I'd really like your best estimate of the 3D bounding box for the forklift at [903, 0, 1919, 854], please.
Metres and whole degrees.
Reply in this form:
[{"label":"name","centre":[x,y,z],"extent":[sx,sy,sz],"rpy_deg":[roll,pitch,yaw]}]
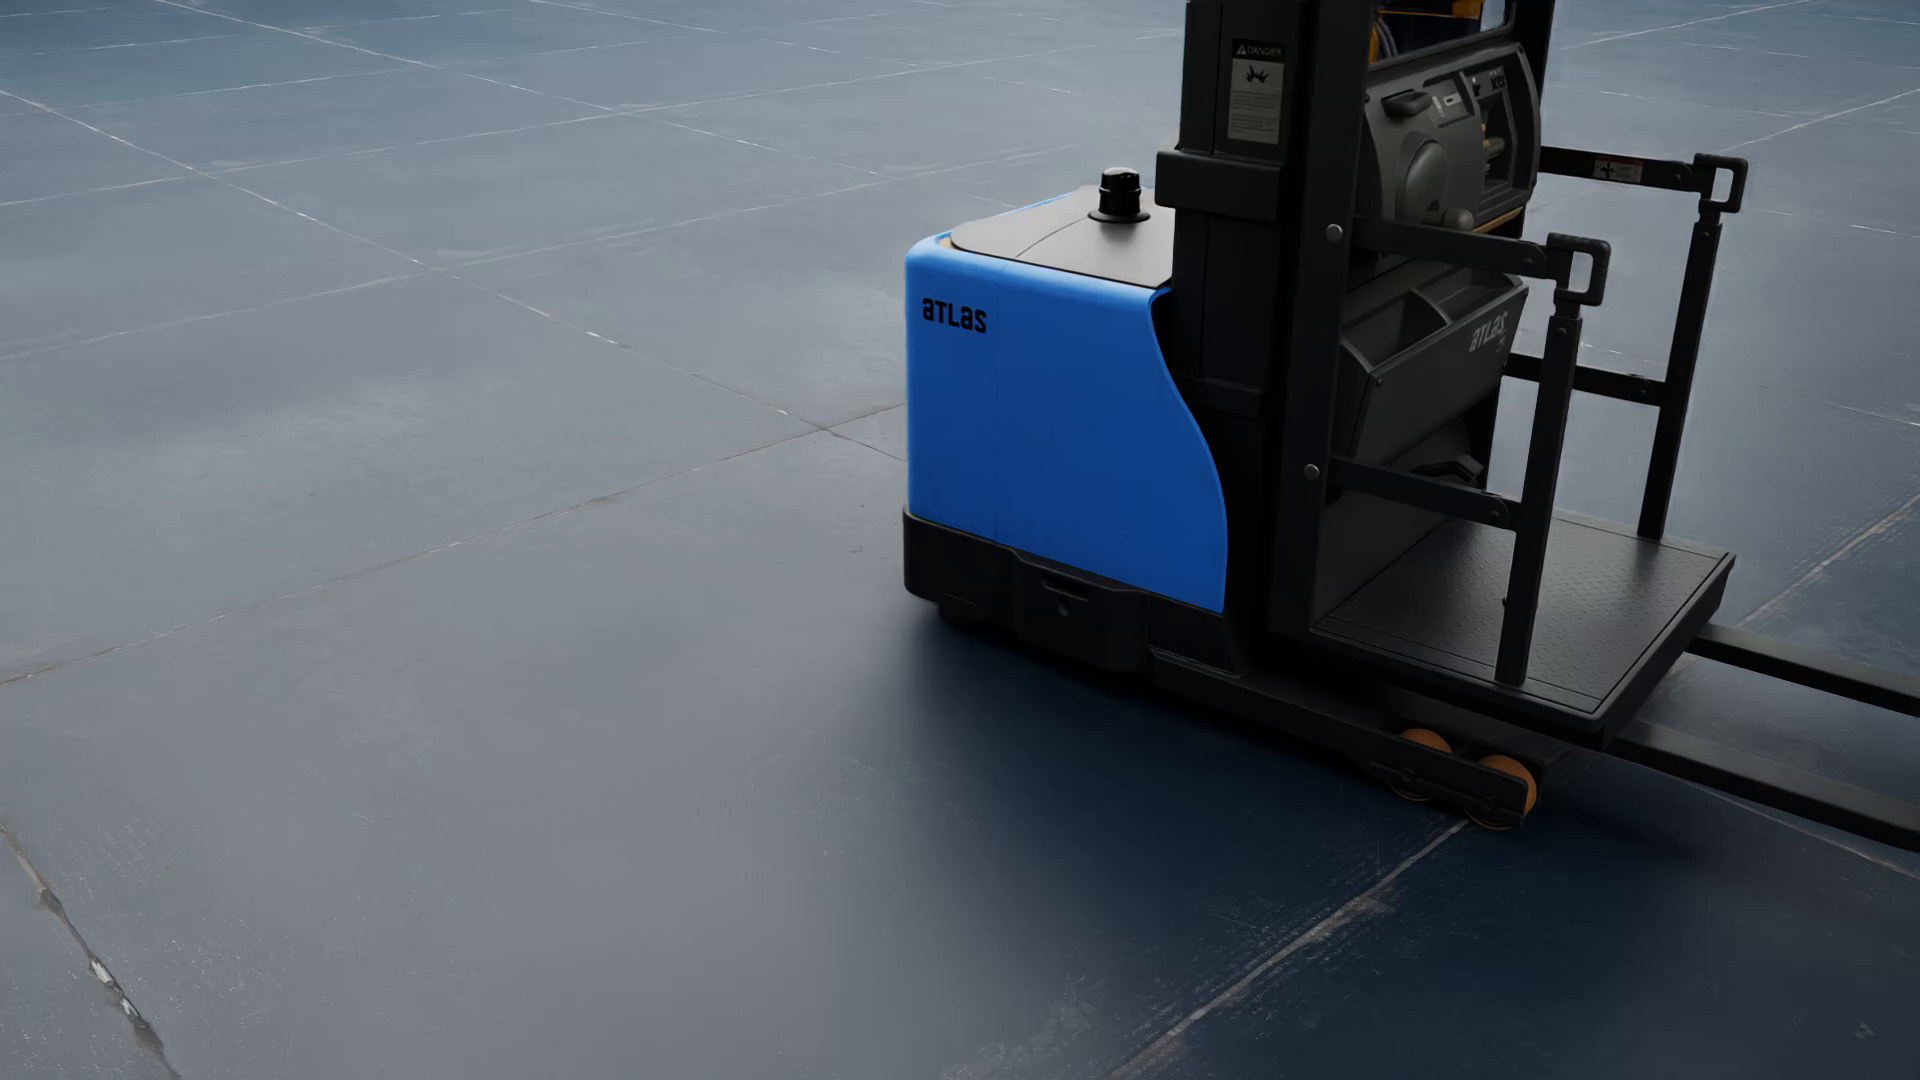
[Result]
[{"label":"forklift","centre":[1.313,-0.921,3.737],"extent":[3.031,2.935,1.130],"rpy_deg":[18,30,34]}]
